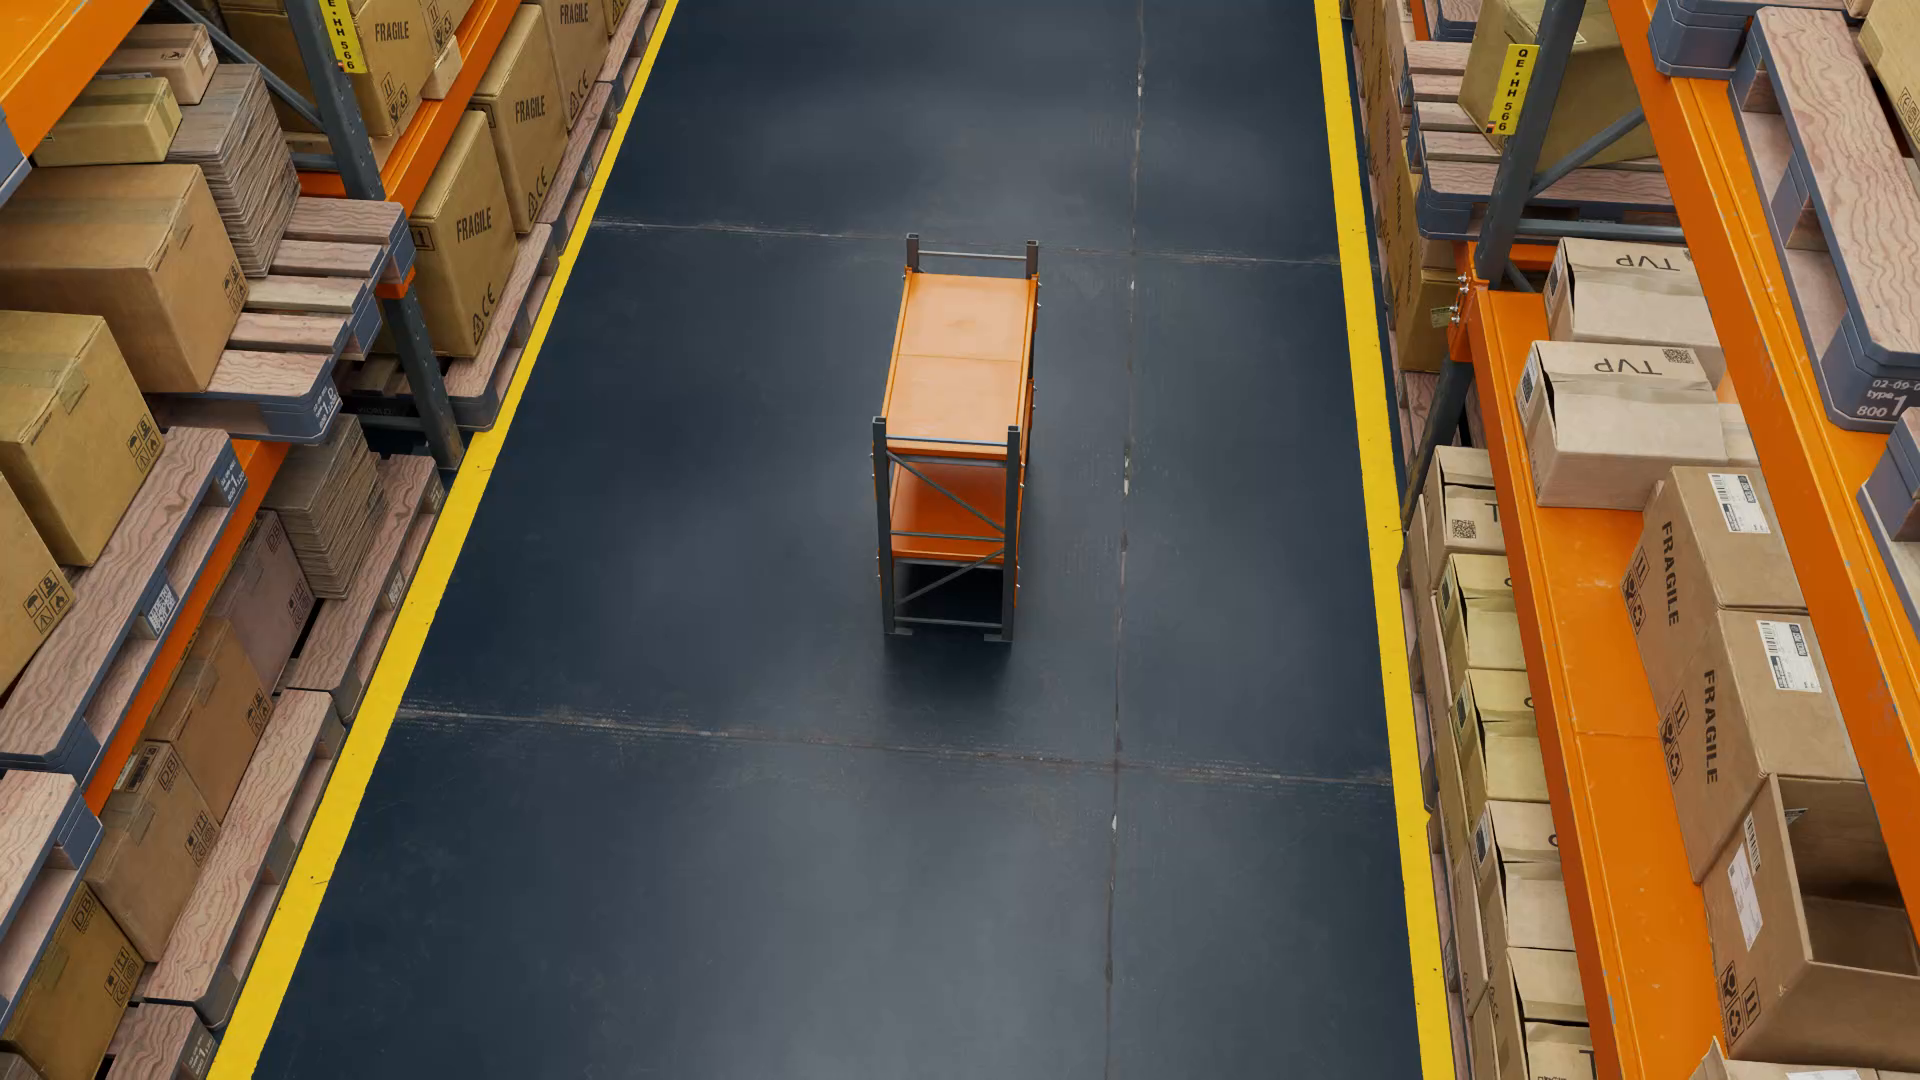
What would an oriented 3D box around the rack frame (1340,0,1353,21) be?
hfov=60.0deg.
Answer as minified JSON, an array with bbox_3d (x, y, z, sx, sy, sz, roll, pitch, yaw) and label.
[{"bbox_3d":[2.678,-3.986,8.389,1.000,3.000,0.127,4,48,4],"label":"rack frame"}]

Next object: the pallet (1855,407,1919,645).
[{"bbox_3d":[2.016,0.295,2.570,0.805,0.209,1.217,2,48,2],"label":"pallet"}]

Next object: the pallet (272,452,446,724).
[{"bbox_3d":[-2.693,0.138,6.507,1.003,0.211,1.213,4,48,4],"label":"pallet"}]

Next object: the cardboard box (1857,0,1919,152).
[{"bbox_3d":[2.234,-1.007,3.449,0.500,0.250,0.500,3,48,3],"label":"cardboard box"}]

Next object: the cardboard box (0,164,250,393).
[{"bbox_3d":[-2.677,-0.801,5.110,0.700,0.500,0.500,0,48,0],"label":"cardboard box"}]

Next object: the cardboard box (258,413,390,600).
[{"bbox_3d":[-2.634,-0.150,6.276,0.700,0.500,0.500,4,48,4],"label":"cardboard box"}]

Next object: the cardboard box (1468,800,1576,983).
[{"bbox_3d":[1.838,1.054,4.978,0.500,0.311,0.500,3,48,3],"label":"cardboard box"}]

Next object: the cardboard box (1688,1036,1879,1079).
[{"bbox_3d":[1.846,1.279,3.664,0.396,0.266,0.258,3,48,3],"label":"cardboard box"}]

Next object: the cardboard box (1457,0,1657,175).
[{"bbox_3d":[2.258,-1.693,5.939,0.700,0.500,0.500,-11,48,-10],"label":"cardboard box"}]

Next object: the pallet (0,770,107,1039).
[{"bbox_3d":[-2.770,1.075,3.890,1.003,0.211,1.213,4,48,4],"label":"pallet"}]

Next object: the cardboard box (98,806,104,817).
[{"bbox_3d":[-2.854,0.756,4.940,0.500,0.250,0.500,3,48,2],"label":"cardboard box"}]

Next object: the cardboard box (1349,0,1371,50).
[{"bbox_3d":[2.391,-2.952,8.839,0.500,0.500,0.500,2,48,2],"label":"cardboard box"}]

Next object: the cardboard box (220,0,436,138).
[{"bbox_3d":[-2.321,-1.858,6.160,0.500,0.500,0.500,5,48,5],"label":"cardboard box"}]

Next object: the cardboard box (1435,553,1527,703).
[{"bbox_3d":[1.933,0.302,5.666,0.500,0.311,0.500,3,48,3],"label":"cardboard box"}]

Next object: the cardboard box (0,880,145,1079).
[{"bbox_3d":[-2.937,1.332,4.921,0.700,0.500,0.500,3,48,3],"label":"cardboard box"}]

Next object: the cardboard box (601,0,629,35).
[{"bbox_3d":[-2.186,-3.247,8.885,0.750,0.750,0.750,4,48,4],"label":"cardboard box"}]

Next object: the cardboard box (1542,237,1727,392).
[{"bbox_3d":[2.236,-0.753,5.492,0.500,0.311,0.500,7,48,6],"label":"cardboard box"}]

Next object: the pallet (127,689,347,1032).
[{"bbox_3d":[-2.807,1.032,5.689,1.003,0.211,1.213,4,48,4],"label":"pallet"}]

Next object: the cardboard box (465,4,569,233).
[{"bbox_3d":[-2.337,-1.969,7.716,0.750,0.750,0.750,4,48,3],"label":"cardboard box"}]

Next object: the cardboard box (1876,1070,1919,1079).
[{"bbox_3d":[2.233,1.340,3.688,0.380,0.149,0.250,4,48,4],"label":"cardboard box"}]

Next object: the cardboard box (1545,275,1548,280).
[{"bbox_3d":[2.681,-1.052,7.101,0.500,0.500,0.500,2,48,2],"label":"cardboard box"}]

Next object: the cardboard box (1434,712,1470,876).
[{"bbox_3d":[1.886,0.856,5.539,0.500,0.250,0.500,3,48,2],"label":"cardboard box"}]

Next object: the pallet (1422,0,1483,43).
[{"bbox_3d":[2.486,-2.412,7.079,1.003,0.211,1.213,4,48,4],"label":"pallet"}]

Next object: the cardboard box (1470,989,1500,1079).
[{"bbox_3d":[1.792,1.607,4.852,0.500,0.250,0.500,5,48,4],"label":"cardboard box"}]

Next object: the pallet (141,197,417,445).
[{"bbox_3d":[-2.579,-0.782,5.588,1.213,0.211,1.003,4,48,4],"label":"pallet"}]

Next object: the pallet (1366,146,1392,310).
[{"bbox_3d":[2.532,-1.546,8.047,1.003,0.211,1.213,4,48,4],"label":"pallet"}]

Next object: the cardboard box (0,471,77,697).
[{"bbox_3d":[-2.818,0.112,4.275,0.700,0.500,0.500,10,48,9],"label":"cardboard box"}]

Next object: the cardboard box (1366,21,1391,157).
[{"bbox_3d":[2.300,-2.193,8.145,0.500,0.500,0.500,4,48,4],"label":"cardboard box"}]

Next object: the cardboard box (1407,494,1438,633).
[{"bbox_3d":[1.973,0.104,6.227,0.500,0.250,0.500,4,48,3],"label":"cardboard box"}]

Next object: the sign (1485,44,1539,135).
[{"bbox_3d":[1.772,-1.441,5.330,0.100,0.325,0.005,4,48,4],"label":"sign"}]

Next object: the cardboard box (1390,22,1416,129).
[{"bbox_3d":[2.254,-2.102,7.553,0.500,0.250,0.500,3,48,3],"label":"cardboard box"}]

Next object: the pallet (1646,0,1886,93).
[{"bbox_3d":[2.340,-1.491,4.202,1.213,0.211,1.003,6,48,5],"label":"pallet"}]

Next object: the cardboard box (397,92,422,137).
[{"bbox_3d":[-2.328,-1.710,6.464,0.380,0.149,0.250,4,48,4],"label":"cardboard box"}]

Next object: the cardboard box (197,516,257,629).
[{"bbox_3d":[-2.748,0.012,5.620,0.500,0.250,0.500,5,48,4],"label":"cardboard box"}]

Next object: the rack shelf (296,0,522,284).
[{"bbox_3d":[-2.438,-2.604,7.613,1.077,0.370,4.000,4,48,4],"label":"rack shelf"}]

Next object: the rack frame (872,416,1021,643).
[{"bbox_3d":[-0.046,-0.011,6.024,0.500,1.125,0.032,4,48,4],"label":"rack frame"}]

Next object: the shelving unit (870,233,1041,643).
[{"bbox_3d":[0.001,-0.385,6.365,0.538,1.125,1.048,4,48,4],"label":"shelving unit"}]

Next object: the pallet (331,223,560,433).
[{"bbox_3d":[-2.474,-1.011,7.557,1.003,0.211,1.213,4,48,4],"label":"pallet"}]

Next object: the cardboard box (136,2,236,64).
[{"bbox_3d":[-2.840,-1.883,6.183,0.500,0.500,0.500,4,48,4],"label":"cardboard box"}]

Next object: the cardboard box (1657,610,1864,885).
[{"bbox_3d":[2.128,0.540,4.181,0.500,0.500,0.500,4,48,4],"label":"cardboard box"}]

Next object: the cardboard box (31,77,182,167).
[{"bbox_3d":[-2.637,-1.286,5.114,0.380,0.149,0.250,-3,48,-3],"label":"cardboard box"}]

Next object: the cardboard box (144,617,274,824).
[{"bbox_3d":[-2.814,0.588,5.601,0.700,0.500,0.500,4,48,3],"label":"cardboard box"}]

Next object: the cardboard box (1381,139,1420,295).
[{"bbox_3d":[2.212,-1.435,7.452,0.500,0.500,0.500,2,48,2],"label":"cardboard box"}]

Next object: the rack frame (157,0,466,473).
[{"bbox_3d":[-2.620,-1.377,6.003,1.000,3.000,0.127,4,48,4],"label":"rack frame"}]

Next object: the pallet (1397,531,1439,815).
[{"bbox_3d":[2.199,0.496,6.179,1.003,0.211,1.213,4,48,4],"label":"pallet"}]

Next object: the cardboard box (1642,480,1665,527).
[{"bbox_3d":[2.253,-0.021,4.933,0.380,0.149,0.250,7,48,6],"label":"cardboard box"}]

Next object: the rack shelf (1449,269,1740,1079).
[{"bbox_3d":[2.131,0.665,4.622,1.077,0.370,4.000,4,48,4],"label":"rack shelf"}]

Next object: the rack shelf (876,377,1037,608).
[{"bbox_3d":[0.001,-0.220,6.546,0.538,0.278,1.000,4,48,4],"label":"rack shelf"}]
